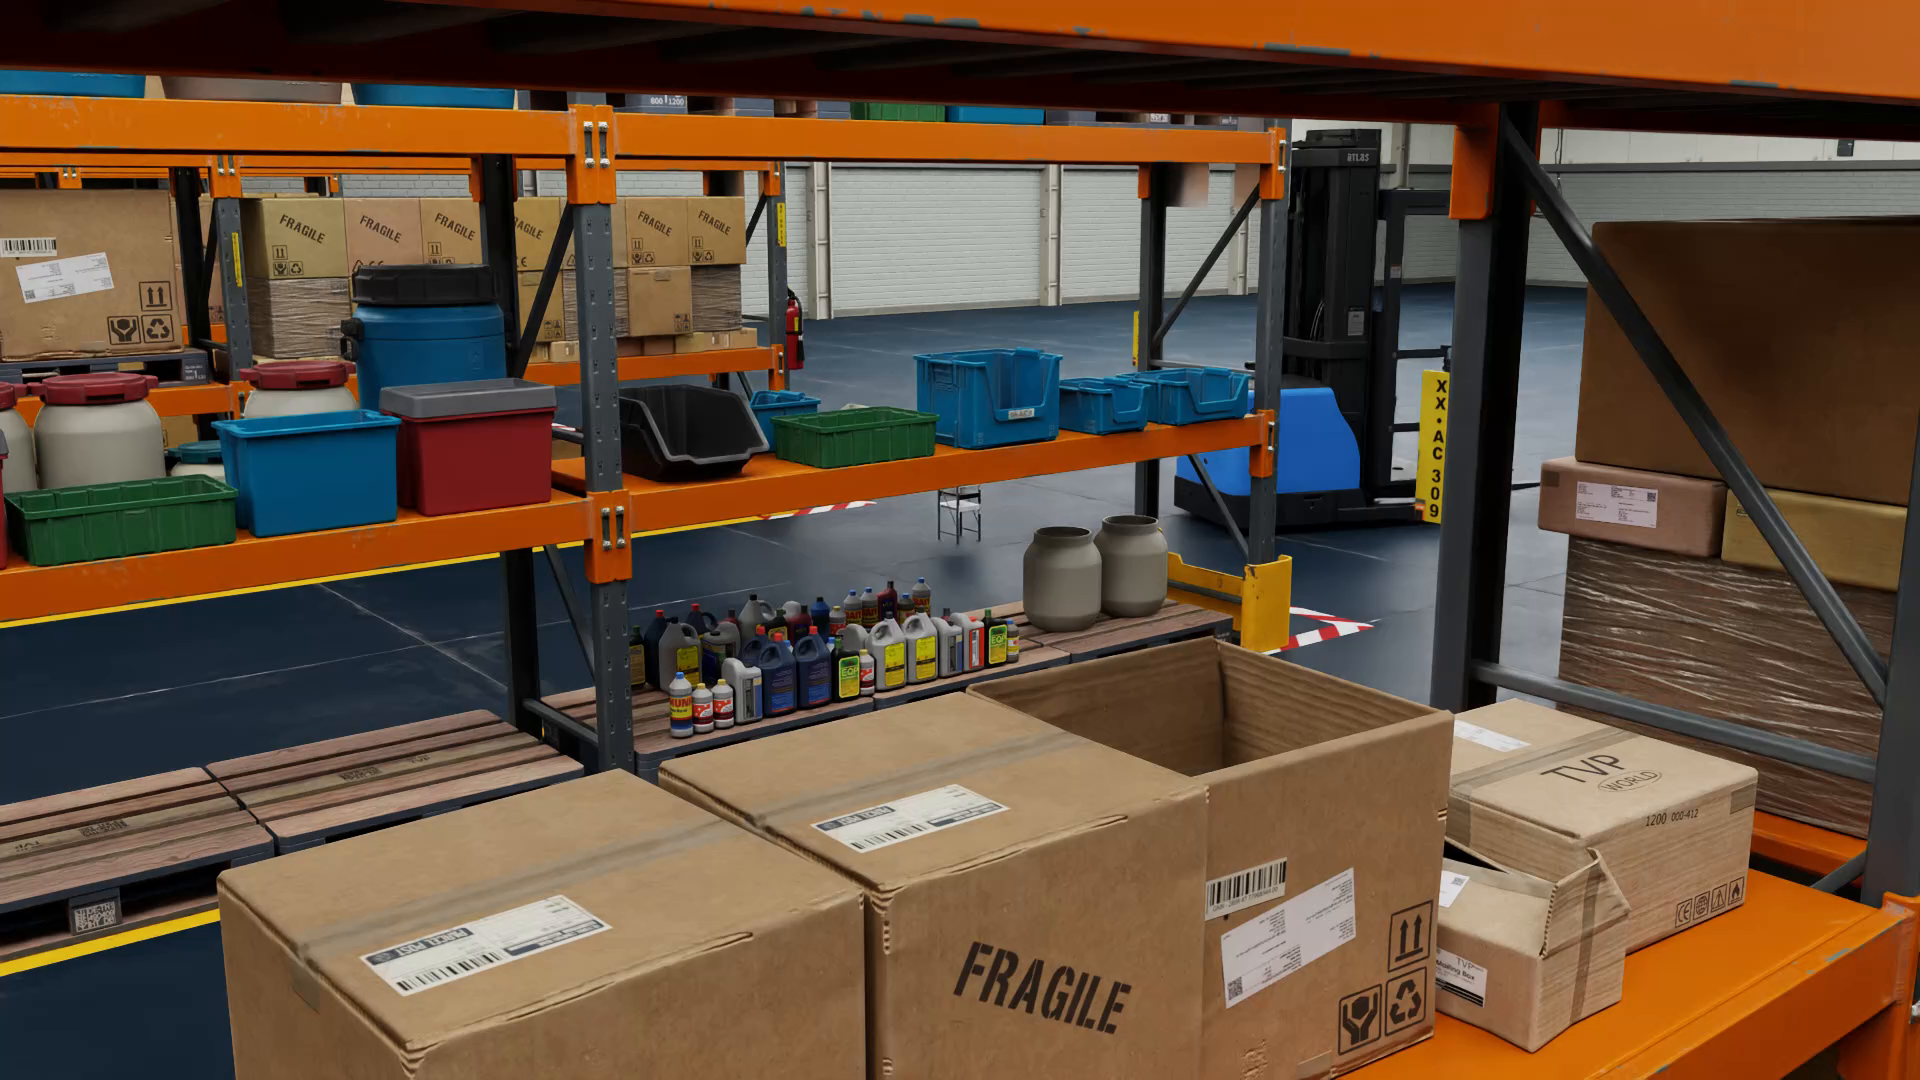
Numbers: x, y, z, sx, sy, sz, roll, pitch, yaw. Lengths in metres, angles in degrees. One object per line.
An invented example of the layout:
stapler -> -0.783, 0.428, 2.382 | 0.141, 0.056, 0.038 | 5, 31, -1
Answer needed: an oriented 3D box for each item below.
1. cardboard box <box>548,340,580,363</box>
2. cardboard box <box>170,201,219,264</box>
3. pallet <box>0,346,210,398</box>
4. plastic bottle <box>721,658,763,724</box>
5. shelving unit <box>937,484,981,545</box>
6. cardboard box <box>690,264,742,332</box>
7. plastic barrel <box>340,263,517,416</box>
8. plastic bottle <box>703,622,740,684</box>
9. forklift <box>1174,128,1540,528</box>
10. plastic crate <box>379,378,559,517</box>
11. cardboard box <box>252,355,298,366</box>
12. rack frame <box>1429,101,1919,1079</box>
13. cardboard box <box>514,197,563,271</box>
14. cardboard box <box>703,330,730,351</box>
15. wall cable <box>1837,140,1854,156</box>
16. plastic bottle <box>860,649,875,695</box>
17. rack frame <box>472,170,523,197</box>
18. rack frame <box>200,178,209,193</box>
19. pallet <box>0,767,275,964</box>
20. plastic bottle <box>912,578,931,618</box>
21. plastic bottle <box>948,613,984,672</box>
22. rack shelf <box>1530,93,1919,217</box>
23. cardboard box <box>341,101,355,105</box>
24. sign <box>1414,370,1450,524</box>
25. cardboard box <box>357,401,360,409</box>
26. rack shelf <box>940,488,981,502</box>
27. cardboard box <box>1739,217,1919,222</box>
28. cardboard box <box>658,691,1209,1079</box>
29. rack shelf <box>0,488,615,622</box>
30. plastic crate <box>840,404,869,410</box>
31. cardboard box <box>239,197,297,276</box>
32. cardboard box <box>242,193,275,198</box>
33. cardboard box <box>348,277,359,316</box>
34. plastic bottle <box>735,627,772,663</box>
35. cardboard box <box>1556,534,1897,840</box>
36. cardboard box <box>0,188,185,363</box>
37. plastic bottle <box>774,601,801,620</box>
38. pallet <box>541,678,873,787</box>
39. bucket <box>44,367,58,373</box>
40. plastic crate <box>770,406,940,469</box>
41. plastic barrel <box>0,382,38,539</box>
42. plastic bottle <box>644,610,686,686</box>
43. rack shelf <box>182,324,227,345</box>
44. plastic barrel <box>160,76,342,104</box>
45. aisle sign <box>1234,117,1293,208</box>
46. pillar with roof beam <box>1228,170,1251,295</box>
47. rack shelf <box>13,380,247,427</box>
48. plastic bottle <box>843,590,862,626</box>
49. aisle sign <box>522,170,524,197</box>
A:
cardboard box -> -2.888, -1.367, 11.948 | 0.250, 0.149, 0.380 | -9, 15, -38
cardboard box -> -7.165, -2.804, 15.153 | 0.550, 0.550, 0.875 | -9, 15, -38
pallet -> -5.500, -1.083, 10.470 | 1.213, 0.211, 1.003 | -9, 15, -38
plastic bottle -> -0.960, 0.651, 7.339 | 0.135, 0.276, 0.152 | -9, 15, -36
shelving unit -> -0.006, -0.439, 12.030 | 0.210, 0.900, 0.258 | -9, 15, -38
cardboard box -> -2.135, -1.899, 12.894 | 0.500, 0.500, 0.875 | -9, 15, -38
plastic barrel -> -2.209, -0.694, 6.966 | 0.708, 0.901, 0.600 | -9, 15, -38
plastic bottle -> -1.133, 0.533, 7.893 | 0.135, 0.276, 0.152 | -9, 15, -38
forklift -> 3.255, -1.647, 12.831 | 3.031, 2.935, 1.130 | -4, 13, -18
plastic crate -> -1.905, -0.368, 6.487 | 0.583, 0.464, 0.402 | -9, 15, -38
cardboard box -> -4.456, -1.109, 10.734 | 0.250, 0.149, 0.380 | -9, 15, -38
rack frame -> 1.375, 0.355, 3.235 | 0.053, 2.616, 0.949 | -9, 15, -38
cardboard box -> -3.138, -2.150, 11.668 | 0.500, 0.500, 0.500 | -9, 15, -38
cardboard box -> -1.978, -1.546, 12.793 | 0.250, 0.149, 0.380 | -9, 15, -38
wall cable -> 20.380, -11.356, 35.758 | 0.169, 6.003, 2.305 | -9, 15, -38
plastic bottle -> -0.445, 0.609, 7.715 | 0.097, 0.201, 0.097 | 0, 12, 0
rack frame -> -4.708, -2.589, 17.101 | 0.127, 3.000, 1.000 | -9, 15, -38
rack frame -> -10.983, -4.184, 24.609 | 0.127, 3.000, 1.000 | -9, 15, -38
pallet -> -3.260, 1.182, 6.054 | 1.213, 0.211, 1.003 | -9, 15, -38
plastic bottle -> -0.205, 0.336, 8.835 | 0.097, 0.271, 0.097 | 0, 12, 0
plastic bottle -> 0.031, 0.486, 8.114 | 0.135, 0.276, 0.152 | -9, 15, -37
rack shelf -> 2.935, -1.020, 4.223 | 4.000, 0.370, 1.077 | -9, 15, -38
cardboard box -> -3.891, -2.733, 10.917 | 0.500, 0.250, 0.500 | -10, 15, -38
sign -> 1.025, -0.197, 3.562 | 0.005, 0.325, 0.100 | -9, 15, -38
cardboard box -> -5.882, -1.542, 16.274 | 0.875, 0.875, 0.875 | -10, 15, -39
rack shelf -> -0.006, -0.318, 12.056 | 0.200, 0.077, 0.258 | -9, 15, -38
cardboard box -> 2.110, -0.453, 3.678 | 0.500, 0.500, 0.700 | -9, 15, -38
cardboard box -> -0.039, 0.536, 2.142 | 0.500, 0.500, 0.500 | -9, 15, -38
rack shelf -> -3.280, 0.162, 5.876 | 4.000, 0.370, 1.077 | -9, 15, -38
plastic crate -> -0.608, -0.572, 8.236 | 0.437, 0.136, 0.530 | -9, 15, -38
cardboard box -> -4.633, -2.039, 11.146 | 0.500, 0.500, 0.500 | -9, 15, -38
cardboard box -> -8.542, -3.896, 19.893 | 0.500, 0.500, 0.700 | -9, 15, -37
cardboard box -> -4.010, -1.555, 11.271 | 0.500, 0.500, 0.875 | -9, 15, -38
plastic bottle -> -0.919, 0.570, 7.539 | 0.185, 0.351, 0.144 | -9, 15, -38
cardboard box -> 1.716, 0.247, 3.503 | 0.500, 0.500, 0.700 | -10, 16, -39
cardboard box -> -5.520, -1.671, 10.322 | 1.000, 1.000, 1.000 | -9, 15, -37
plastic bottle -> -0.864, 0.450, 8.285 | 0.135, 0.276, 0.152 | -9, 15, -37
pallet -> -1.168, 0.834, 7.691 | 1.213, 0.211, 1.003 | -9, 15, -38
bucket -> -9.166, -1.604, 16.683 | 0.620, 0.611, 0.726 | -14, 16, -16
plastic crate -> -0.482, -0.476, 7.659 | 0.662, 0.188, 0.450 | -9, 15, -38
plastic barrel -> -3.513, -0.276, 5.879 | 0.433, 0.535, 0.433 | 0, 12, 0
plastic bottle -> -1.395, 0.501, 7.866 | 0.185, 0.351, 0.144 | -10, 16, -39
rack shelf -> -6.270, -1.978, 15.954 | 4.000, 0.370, 1.077 | -9, 15, -38
plastic barrel -> -2.490, -1.976, 5.783 | 0.600, 0.901, 0.600 | 0, 12, 0
aisle sign -> 1.647, -2.201, 9.014 | 0.004, 0.787, 0.394 | -9, 15, -38
pillar with roof beam -> 9.340, -9.590, 35.627 | 0.548, 9.000, 9.100 | -9, 15, -38
rack shelf -> -6.374, -0.641, 9.659 | 4.000, 0.370, 1.077 | -9, 15, -38
plastic bottle -> -0.551, 0.393, 8.565 | 0.097, 0.271, 0.097 | 0, 12, 0
aisle sign -> -4.466, -3.821, 16.645 | 0.004, 0.787, 0.394 | -9, 15, -38
